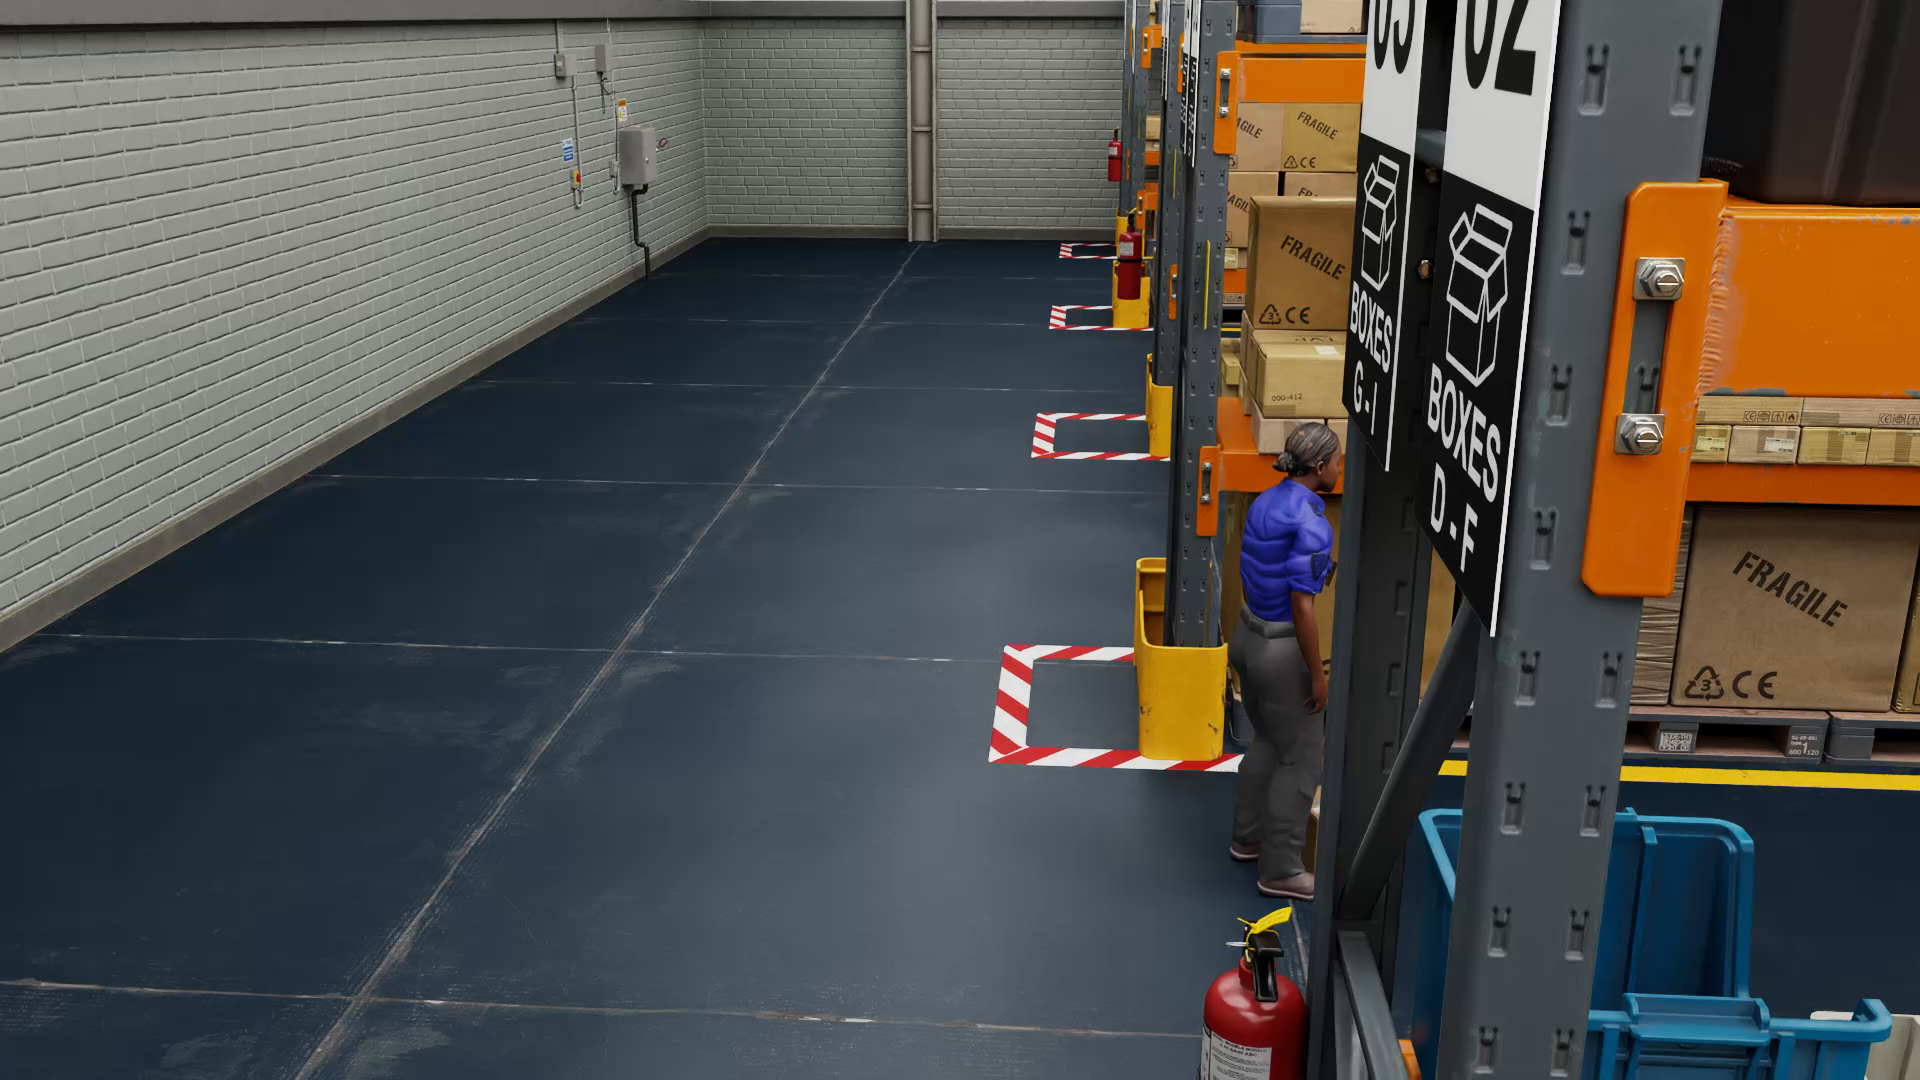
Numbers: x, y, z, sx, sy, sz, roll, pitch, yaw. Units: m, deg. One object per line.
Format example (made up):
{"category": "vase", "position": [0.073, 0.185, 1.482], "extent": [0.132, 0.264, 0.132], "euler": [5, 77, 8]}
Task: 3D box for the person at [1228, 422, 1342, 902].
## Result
{"category": "person", "position": [1.136, 0.407, 5.779], "extent": [0.352, 1.653, 0.527], "euler": [-4, 18, -13]}
